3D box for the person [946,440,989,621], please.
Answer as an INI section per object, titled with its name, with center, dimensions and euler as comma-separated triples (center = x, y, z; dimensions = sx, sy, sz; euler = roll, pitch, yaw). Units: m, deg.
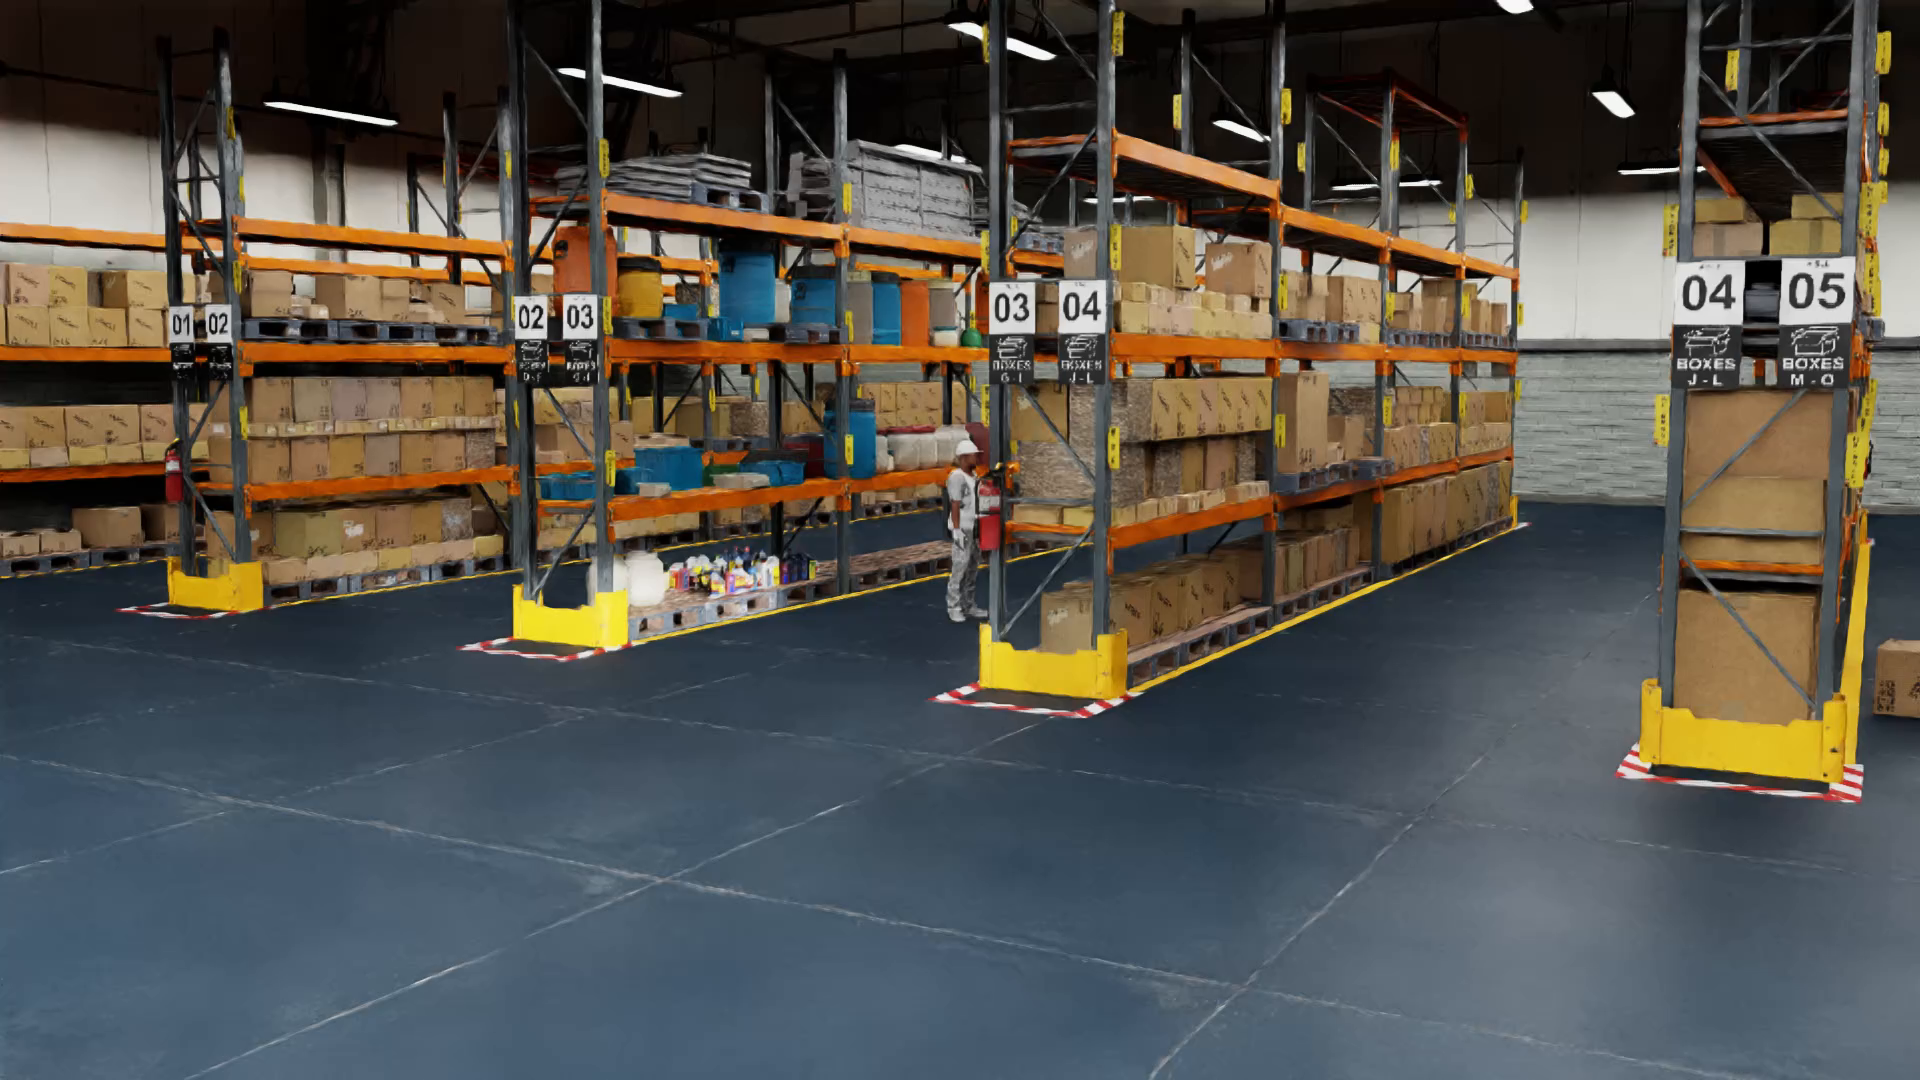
[person]
center = 0.082, -0.104, 16.701
dimensions = 0.391, 1.791, 0.632
euler = 3, 6, 23
